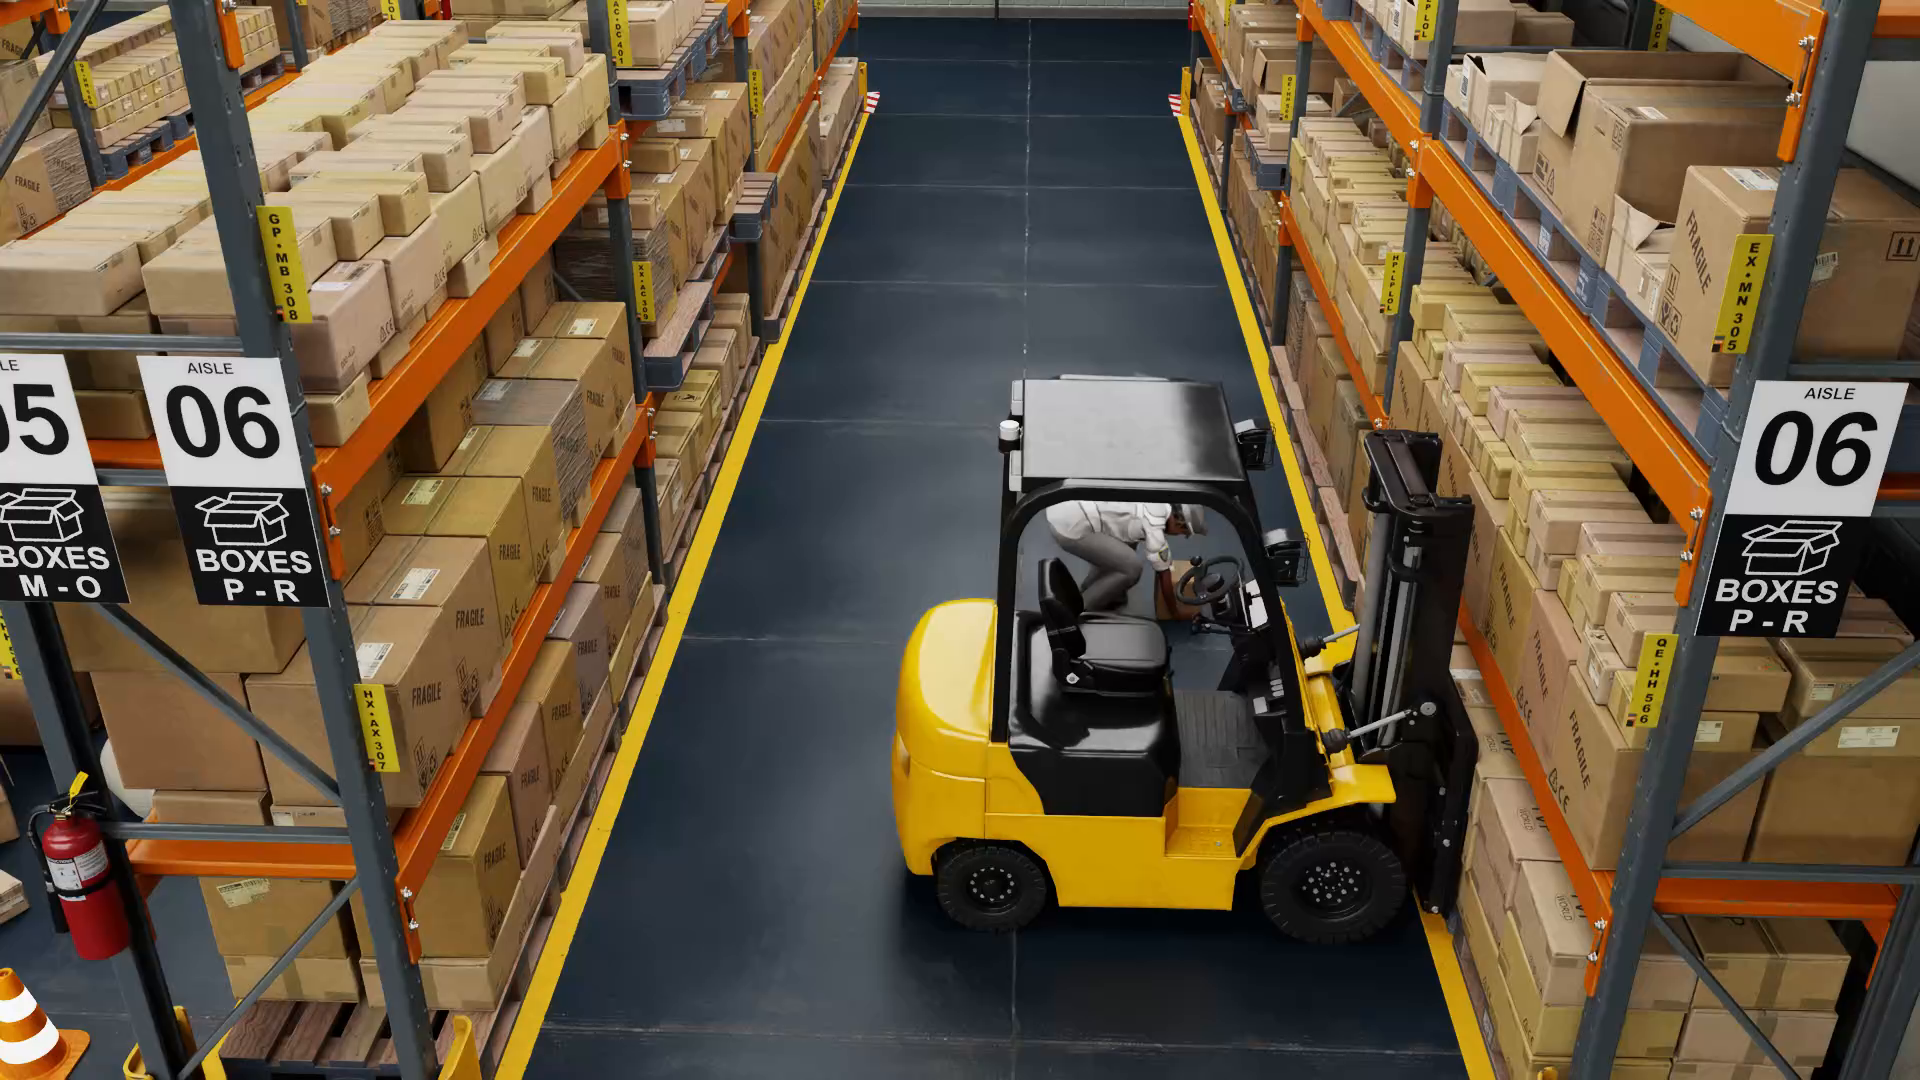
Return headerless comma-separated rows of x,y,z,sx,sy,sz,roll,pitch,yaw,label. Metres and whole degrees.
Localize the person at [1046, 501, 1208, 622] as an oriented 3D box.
0.945,0.063,9.453,0.922,0.813,0.455,0,28,0,person
